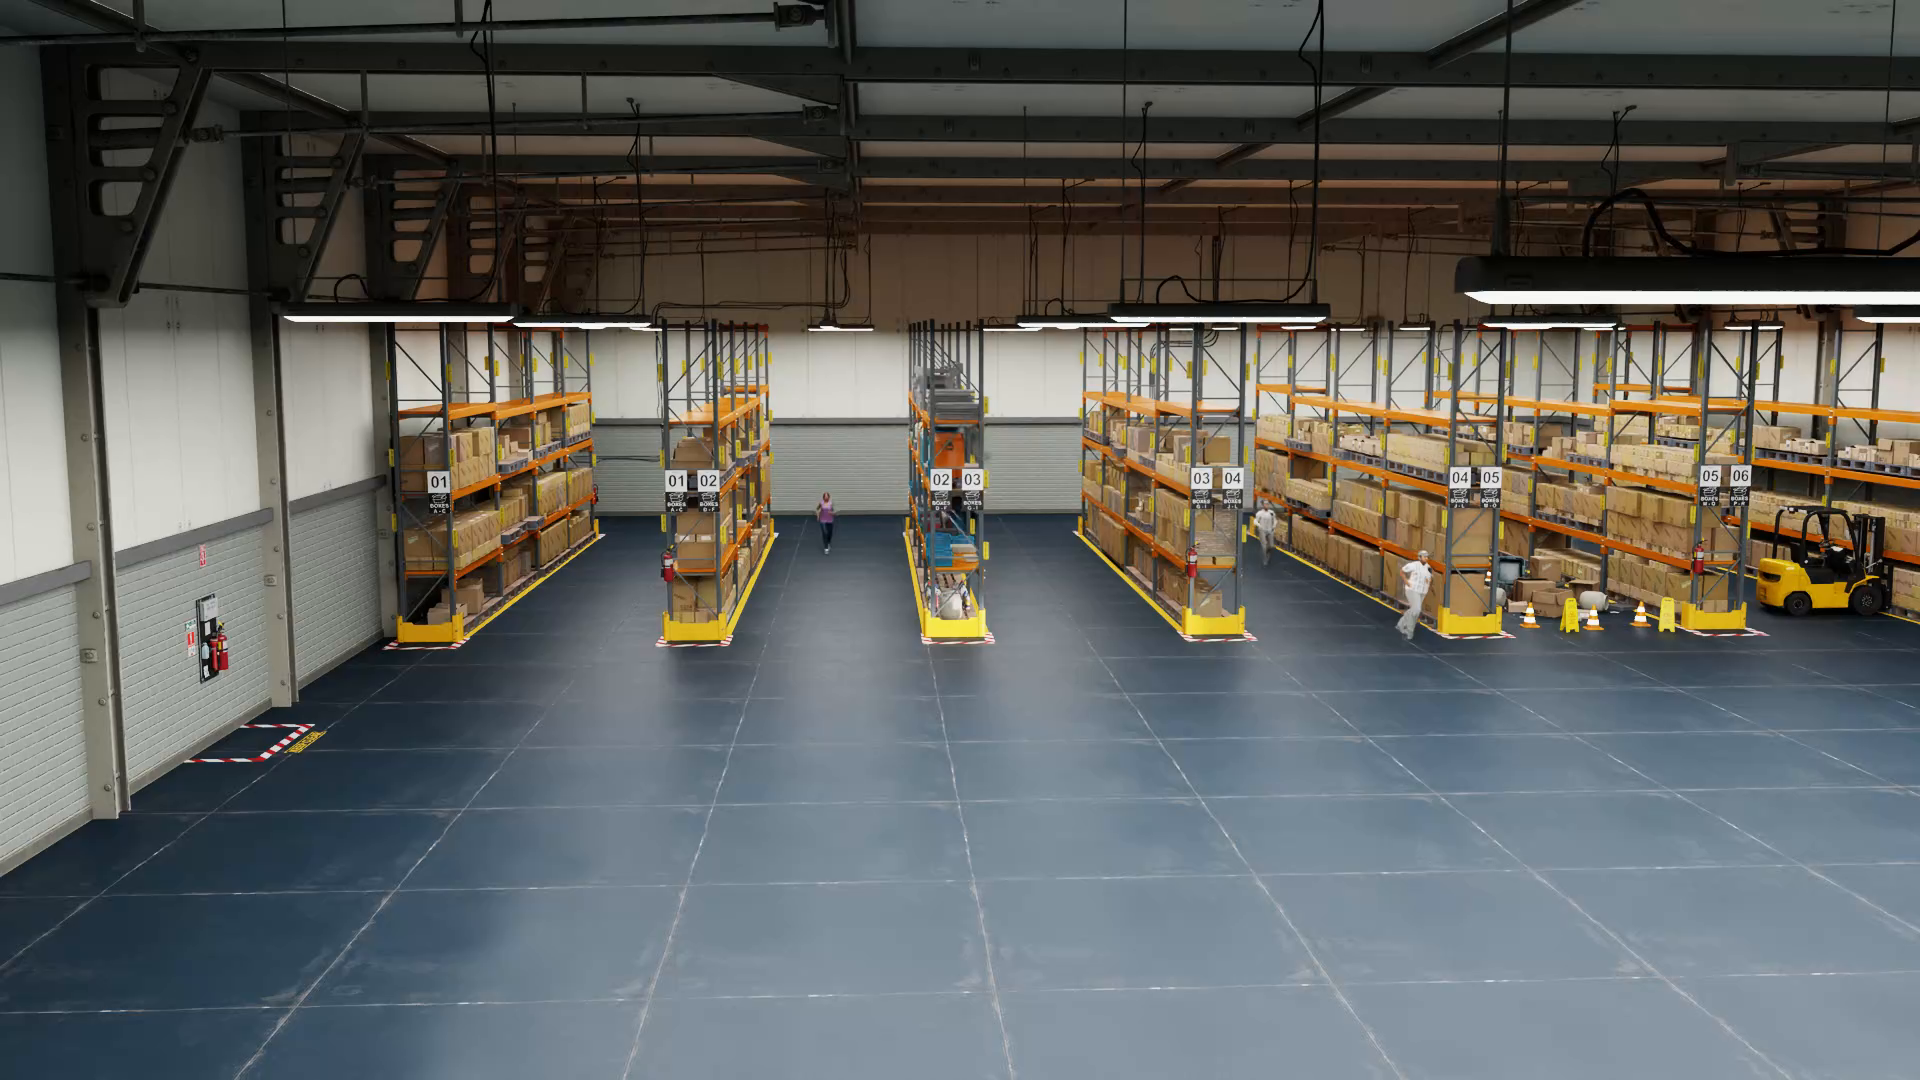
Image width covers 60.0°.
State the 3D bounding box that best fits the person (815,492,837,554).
[{"bbox_3d":[-3.504,-0.467,43.613,0.540,1.580,0.889,-1,7,-12],"label":"person"}]

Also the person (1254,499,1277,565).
[{"bbox_3d":[7.613,-0.204,41.409,0.582,1.638,0.562,0,7,-4],"label":"person"}]

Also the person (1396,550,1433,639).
[{"bbox_3d":[8.651,1.037,31.642,0.644,1.704,0.655,-4,8,-29],"label":"person"}]
